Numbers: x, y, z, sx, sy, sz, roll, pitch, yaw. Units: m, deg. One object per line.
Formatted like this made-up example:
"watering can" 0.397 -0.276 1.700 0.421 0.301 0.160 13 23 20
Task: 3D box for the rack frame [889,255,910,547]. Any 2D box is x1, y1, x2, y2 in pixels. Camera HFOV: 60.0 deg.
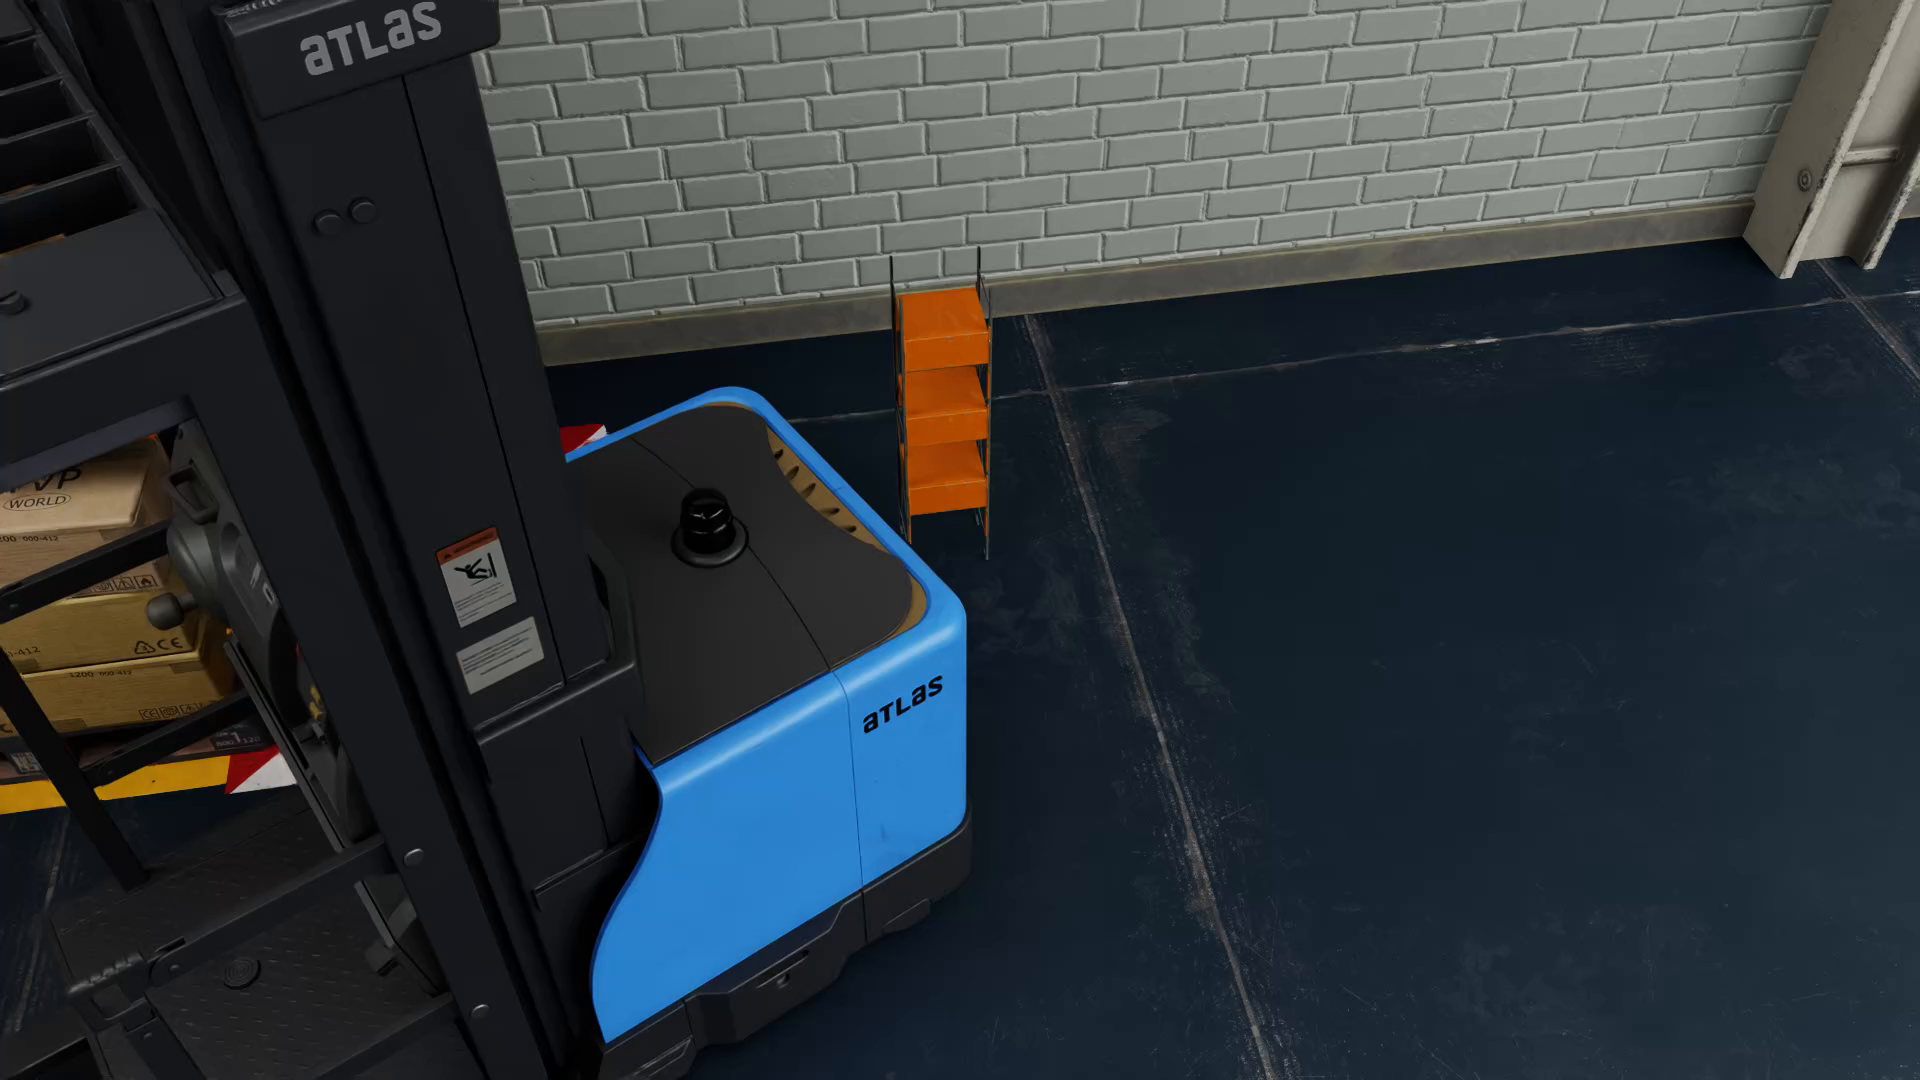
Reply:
"rack frame" -0.173 -0.343 4.851 0.008 1.050 0.200 -7 46 -7

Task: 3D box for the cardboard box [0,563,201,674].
"cardboard box" -2.284 0.061 4.379 0.500 0.250 0.500 -8 47 -7

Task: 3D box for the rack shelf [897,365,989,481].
"rack shelf" -0.053 -0.350 4.873 0.240 0.259 0.215 -7 46 -7

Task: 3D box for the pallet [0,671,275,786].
"pallet" -2.604 0.236 4.876 1.213 0.211 1.003 -7 46 -7

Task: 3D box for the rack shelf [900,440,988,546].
"rack shelf" -0.053 -0.158 5.073 0.240 0.259 0.215 -7 46 -7

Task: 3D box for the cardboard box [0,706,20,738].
"cardboard box" -2.758 0.289 4.506 0.500 0.250 0.500 -7 46 -7

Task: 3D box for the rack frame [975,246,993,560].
"rack frame" 0.067 -0.373 4.880 0.008 1.050 0.200 -7 46 -7

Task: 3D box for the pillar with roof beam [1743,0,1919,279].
"pillar with roof beam" 3.949 -1.173 0.131 0.400 9.000 9.100 -7 46 -7

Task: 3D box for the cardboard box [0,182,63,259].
"cardboard box" -2.298 -0.643 3.717 0.500 0.500 0.500 -8 47 -8

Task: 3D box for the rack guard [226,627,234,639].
"rack guard" -1.834 0.009 4.894 0.348 0.500 1.175 -7 46 -7

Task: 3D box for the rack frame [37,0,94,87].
"rack frame" -1.858 -0.855 3.991 0.127 3.000 1.000 -7 46 -7

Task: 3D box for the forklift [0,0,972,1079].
"forklift" -1.462 0.223 2.999 3.031 2.935 1.130 -28 52 -24

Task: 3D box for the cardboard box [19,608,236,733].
"cardboard box" -2.267 0.235 4.558 0.500 0.250 0.500 -7 46 -7

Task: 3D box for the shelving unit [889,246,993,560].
"shelving unit" -0.053 -0.358 4.866 0.252 1.050 0.215 -7 46 -7

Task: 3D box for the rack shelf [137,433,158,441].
"rack shelf" -3.828 -0.360 4.013 4.000 0.370 1.077 -7 46 -7

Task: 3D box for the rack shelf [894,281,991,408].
"rack shelf" -0.053 -0.547 4.669 0.240 0.259 0.215 -7 46 -7

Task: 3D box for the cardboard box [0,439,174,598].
"cardboard box" -2.258 -0.116 4.202 0.500 0.250 0.500 -6 46 -5
